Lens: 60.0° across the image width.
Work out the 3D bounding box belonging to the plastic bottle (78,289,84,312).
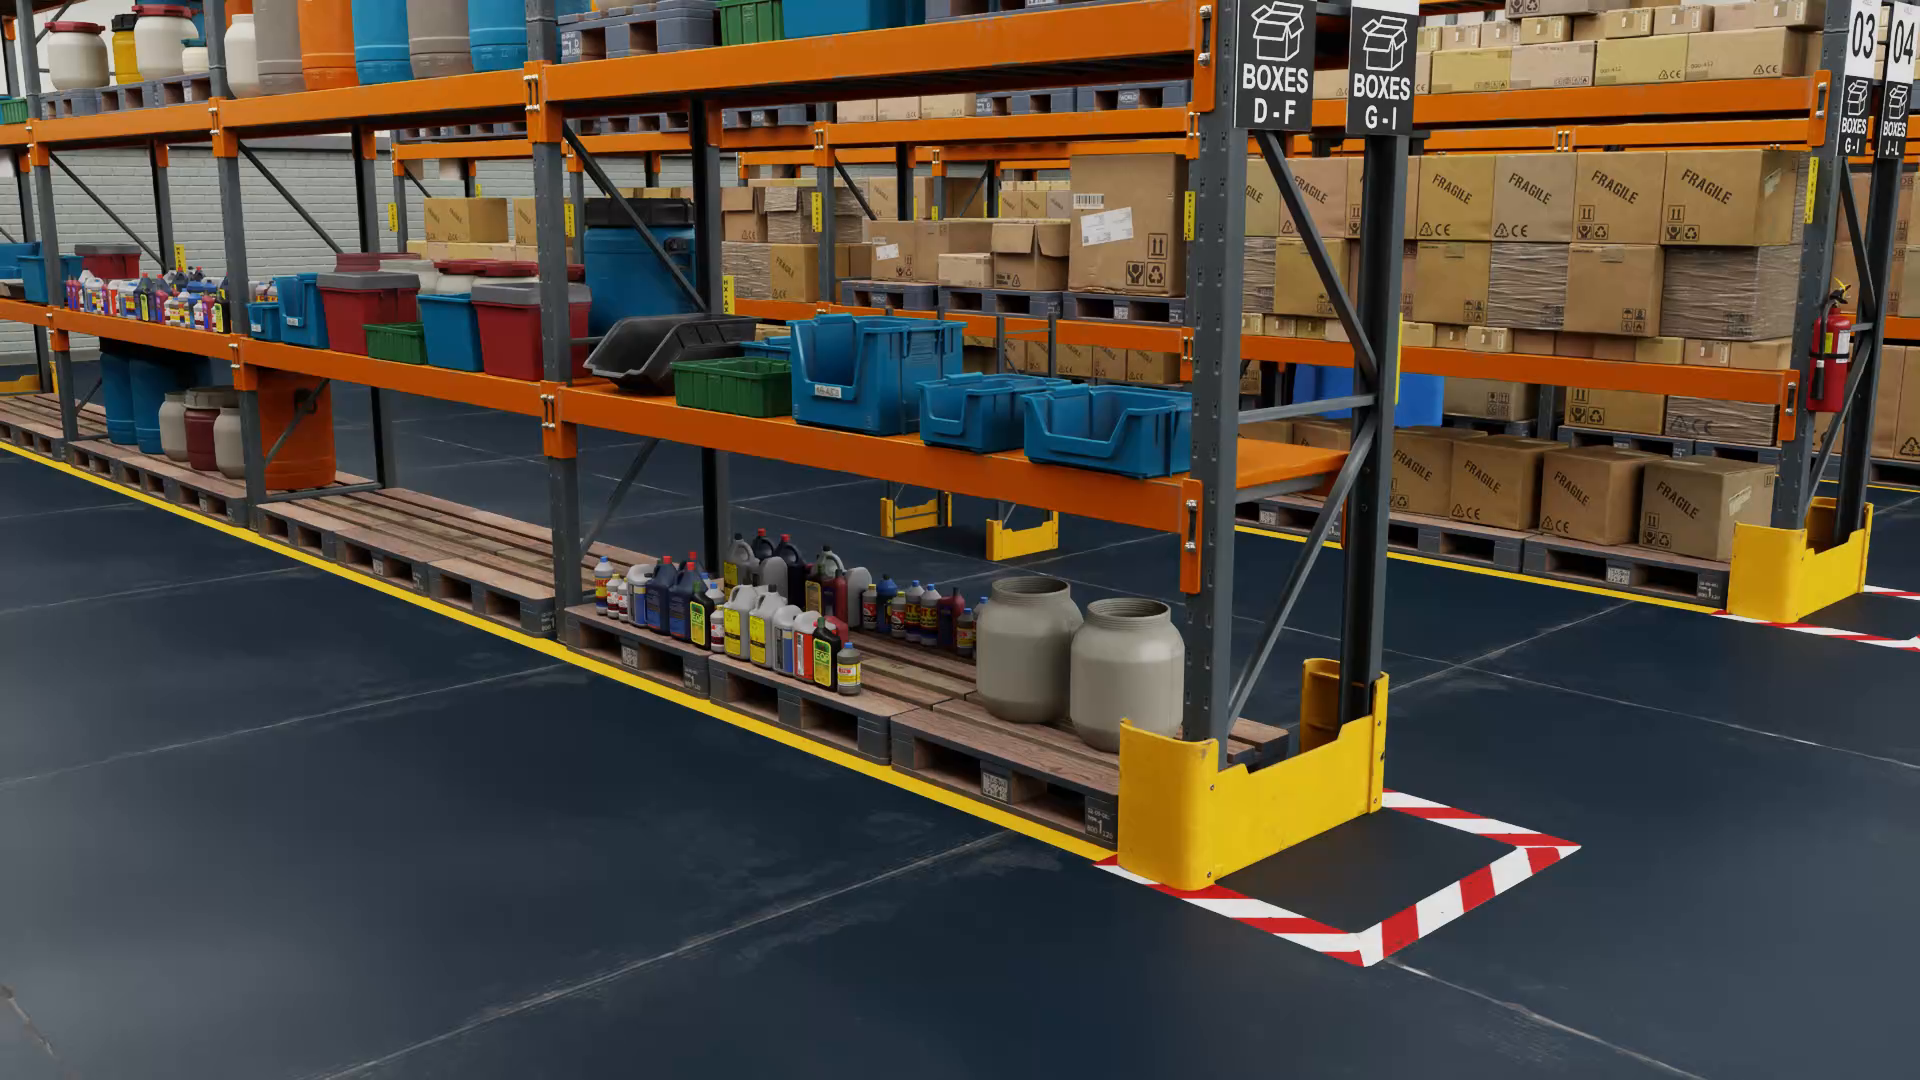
[{"bbox_3d":[-7.026,-1.935,13.363,0.097,0.201,0.097,0,12,0],"label":"plastic bottle"}]

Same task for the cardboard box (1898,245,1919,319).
[{"bbox_3d":[7.686,-1.993,12.780,0.875,0.550,0.550,-11,16,-43],"label":"cardboard box"}]

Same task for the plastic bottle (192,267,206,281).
[{"bbox_3d":[-6.157,-2.040,13.500,0.144,0.351,0.185,-11,16,-43],"label":"plastic bottle"}]

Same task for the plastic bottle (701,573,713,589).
[{"bbox_3d":[-1.186,0.289,7.746,0.097,0.271,0.097,0,12,0],"label":"plastic bottle"}]

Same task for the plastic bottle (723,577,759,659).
[{"bbox_3d":[-0.950,0.335,7.324,0.144,0.351,0.185,-11,16,-43],"label":"plastic bottle"}]

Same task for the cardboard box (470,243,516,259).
[{"bbox_3d":[-5.127,-3.194,18.613,0.500,0.250,0.500,-11,16,-44],"label":"cardboard box"}]

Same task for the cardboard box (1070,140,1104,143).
[{"bbox_3d":[1.571,-4.673,18.477,0.500,0.500,0.500,-11,16,-43],"label":"cardboard box"}]

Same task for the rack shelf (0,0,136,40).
[{"bbox_3d":[-8.537,-4.861,14.980,1.077,0.370,4.000,-11,16,-43],"label":"rack shelf"}]

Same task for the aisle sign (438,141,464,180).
[{"bbox_3d":[-6.169,-4.779,20.230,0.394,0.787,0.004,-11,16,-43],"label":"aisle sign"}]

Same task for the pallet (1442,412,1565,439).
[{"bbox_3d":[5.021,-1.115,15.799,1.003,0.211,1.213,-11,16,-43],"label":"pallet"}]

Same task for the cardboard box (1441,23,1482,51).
[{"bbox_3d":[3.083,-2.985,9.914,0.380,0.149,0.250,-10,16,-41],"label":"cardboard box"}]

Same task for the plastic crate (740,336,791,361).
[{"bbox_3d":[-0.671,-0.815,7.803,0.499,0.251,0.616,-11,16,-43],"label":"plastic crate"}]

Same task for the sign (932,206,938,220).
[{"bbox_3d":[-0.304,-3.893,20.229,0.100,0.325,0.005,-11,16,-43],"label":"sign"}]

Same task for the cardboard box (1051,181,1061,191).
[{"bbox_3d":[1.620,-5.451,25.603,0.380,0.149,0.250,-11,16,-42],"label":"cardboard box"}]

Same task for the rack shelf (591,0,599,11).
[{"bbox_3d":[-2.192,-4.968,15.496,1.077,0.370,4.000,-11,16,-43],"label":"rack shelf"}]

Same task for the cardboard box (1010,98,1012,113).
[{"bbox_3d":[0.392,-3.502,13.414,0.500,0.250,0.500,-10,15,-41],"label":"cardboard box"}]

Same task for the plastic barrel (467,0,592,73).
[{"bbox_3d":[-2.139,-2.770,8.248,0.600,0.901,0.708,-11,16,-43],"label":"plastic barrel"}]

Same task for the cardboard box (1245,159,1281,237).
[{"bbox_3d":[2.078,-2.285,11.107,0.500,0.500,0.500,-11,16,-43],"label":"cardboard box"}]

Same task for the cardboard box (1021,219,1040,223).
[{"bbox_3d":[0.916,-3.610,19.106,0.380,0.149,0.250,-10,15,-40],"label":"cardboard box"}]

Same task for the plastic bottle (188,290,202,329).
[{"bbox_3d":[-5.342,-1.613,11.628,0.097,0.271,0.097,0,12,0],"label":"plastic bottle"}]

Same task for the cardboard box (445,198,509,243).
[{"bbox_3d":[-5.492,-3.637,18.909,0.500,0.500,0.500,11,16,44],"label":"cardboard box"}]

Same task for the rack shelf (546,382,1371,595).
[{"bbox_3d":[-0.250,-0.367,7.044,1.077,0.370,4.000,-11,16,-43],"label":"rack shelf"}]

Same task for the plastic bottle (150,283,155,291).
[{"bbox_3d":[-5.947,-1.760,12.308,0.061,0.283,0.133,-11,16,-43],"label":"plastic bottle"}]

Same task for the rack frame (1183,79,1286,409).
[{"bbox_3d":[1.951,-1.702,11.738,1.000,3.000,0.127,-11,16,-43],"label":"rack frame"}]

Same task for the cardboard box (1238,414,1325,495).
[{"bbox_3d":[2.198,-0.619,11.638,0.500,0.500,0.500,11,16,43],"label":"cardboard box"}]

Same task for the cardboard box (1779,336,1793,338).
[{"bbox_3d":[4.689,-1.070,9.293,0.380,0.149,0.250,-11,16,-43],"label":"cardboard box"}]

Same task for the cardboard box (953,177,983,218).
[{"bbox_3d":[-0.052,-4.330,21.032,0.500,0.500,0.500,-10,16,-41],"label":"cardboard box"}]

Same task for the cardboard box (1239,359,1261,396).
[{"bbox_3d":[3.201,-1.964,17.548,1.050,0.750,0.750,-11,16,-43],"label":"cardboard box"}]

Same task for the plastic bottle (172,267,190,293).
[{"bbox_3d":[-6.261,-2.019,13.402,0.144,0.351,0.185,-11,16,-43],"label":"plastic bottle"}]

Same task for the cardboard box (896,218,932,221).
[{"bbox_3d":[-0.455,-3.772,20.800,0.500,0.500,0.500,-11,16,-42],"label":"cardboard box"}]

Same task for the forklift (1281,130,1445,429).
[{"bbox_3d":[3.344,-2.203,14.341,1.130,2.935,3.031,0,12,2],"label":"forklift"}]

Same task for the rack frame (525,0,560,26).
[{"bbox_3d":[-1.631,-3.950,7.783,1.000,3.000,0.127,-11,16,-43],"label":"rack frame"}]

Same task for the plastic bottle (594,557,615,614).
[{"bbox_3d":[-1.728,0.217,8.097,0.097,0.271,0.097,0,12,0],"label":"plastic bottle"}]

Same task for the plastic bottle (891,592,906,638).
[{"bbox_3d":[-0.270,0.340,7.672,0.097,0.201,0.097,0,12,0],"label":"plastic bottle"}]

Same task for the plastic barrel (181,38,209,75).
[{"bbox_3d":[-5.240,-3.339,11.551,0.301,0.262,0.301,0,12,0],"label":"plastic barrel"}]

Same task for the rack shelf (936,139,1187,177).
[{"bbox_3d":[1.465,-4.371,19.042,1.077,0.370,4.000,-11,16,-43],"label":"rack shelf"}]

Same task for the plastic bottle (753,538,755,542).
[{"bbox_3d":[-1.060,0.127,8.500,0.061,0.283,0.133,-10,15,-40],"label":"plastic bottle"}]

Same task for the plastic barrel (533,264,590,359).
[{"bbox_3d":[-2.133,-1.248,9.201,0.433,0.535,0.433,0,12,0],"label":"plastic barrel"}]

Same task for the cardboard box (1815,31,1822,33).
[{"bbox_3d":[4.690,-2.781,8.929,0.380,0.149,0.250,-11,16,-43],"label":"cardboard box"}]

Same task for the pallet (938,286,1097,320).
[{"bbox_3d":[0.585,-1.909,13.217,1.003,0.211,1.213,-11,16,-43],"label":"pallet"}]

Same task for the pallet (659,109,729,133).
[{"bbox_3d":[-2.069,-3.912,15.499,1.003,0.211,1.213,-10,15,-40],"label":"pallet"}]

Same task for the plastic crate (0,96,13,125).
[{"bbox_3d":[-8.015,-3.655,14.199,0.416,0.233,0.300,-11,16,-43],"label":"plastic crate"}]

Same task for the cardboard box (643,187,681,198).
[{"bbox_3d":[-2.661,-3.216,16.353,0.797,0.503,0.637,-11,16,-42],"label":"cardboard box"}]

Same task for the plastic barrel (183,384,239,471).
[{"bbox_3d":[-5.524,-0.854,12.558,0.600,0.588,0.708,-11,16,-43],"label":"plastic barrel"}]

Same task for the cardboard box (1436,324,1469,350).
[{"bbox_3d":[3.133,-1.258,10.208,0.380,0.149,0.250,-11,16,-43],"label":"cardboard box"}]

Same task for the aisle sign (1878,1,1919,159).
[{"bbox_3d":[4.973,-2.424,8.802,0.394,0.787,0.004,-11,16,-43],"label":"aisle sign"}]

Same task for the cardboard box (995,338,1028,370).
[{"bbox_3d":[0.769,-2.305,19.822,0.500,0.500,0.500,-10,15,-40],"label":"cardboard box"}]

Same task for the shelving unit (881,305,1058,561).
[{"bbox_3d":[0.053,-0.723,10.706,0.587,1.500,1.083,-11,16,-43],"label":"shelving unit"}]

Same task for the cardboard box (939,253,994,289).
[{"bbox_3d":[0.180,-2.141,13.202,0.500,0.250,0.500,11,16,44],"label":"cardboard box"}]

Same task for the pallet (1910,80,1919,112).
[{"bbox_3d":[7.851,-3.327,12.413,1.003,0.211,1.213,-11,16,-43],"label":"pallet"}]

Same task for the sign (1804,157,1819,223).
[{"bbox_3d":[4.298,-1.766,8.395,0.100,0.325,0.005,-11,16,-43],"label":"sign"}]

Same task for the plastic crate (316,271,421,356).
[{"bbox_3d":[-3.499,-1.348,9.864,0.402,0.464,0.583,-11,16,-43],"label":"plastic crate"}]

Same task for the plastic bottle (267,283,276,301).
[{"bbox_3d":[-5.157,-1.796,12.515,0.097,0.271,0.097,0,12,0],"label":"plastic bottle"}]

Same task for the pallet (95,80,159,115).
[{"bbox_3d":[-5.758,-3.290,12.481,1.003,0.211,1.213,-11,16,-43],"label":"pallet"}]

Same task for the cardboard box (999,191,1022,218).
[{"bbox_3d":[0.957,-5.263,26.298,0.500,0.500,0.500,-11,16,-44],"label":"cardboard box"}]
